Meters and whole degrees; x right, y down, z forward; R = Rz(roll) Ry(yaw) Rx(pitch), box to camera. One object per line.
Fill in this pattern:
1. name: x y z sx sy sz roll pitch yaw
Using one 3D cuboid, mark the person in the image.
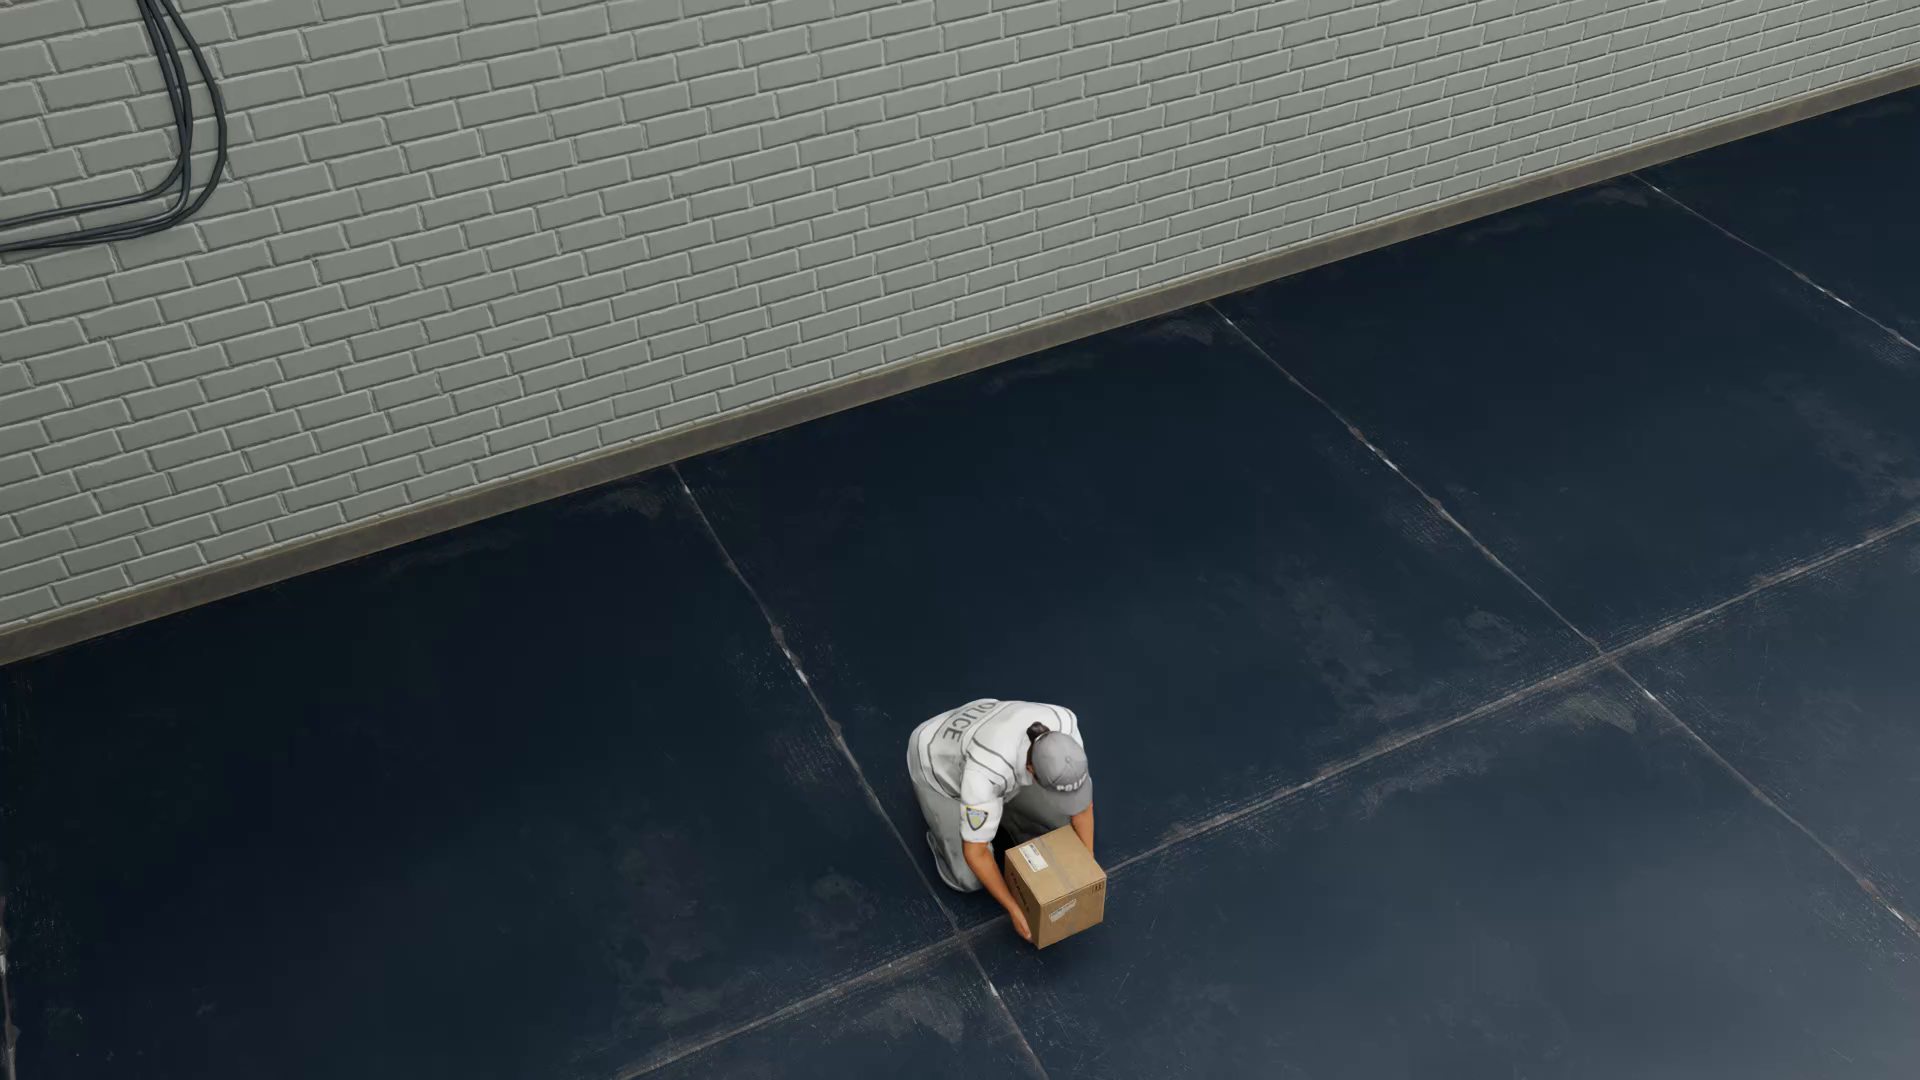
1. person: 0.154 0.865 5.740 0.514 0.938 0.848 -19 45 -20
